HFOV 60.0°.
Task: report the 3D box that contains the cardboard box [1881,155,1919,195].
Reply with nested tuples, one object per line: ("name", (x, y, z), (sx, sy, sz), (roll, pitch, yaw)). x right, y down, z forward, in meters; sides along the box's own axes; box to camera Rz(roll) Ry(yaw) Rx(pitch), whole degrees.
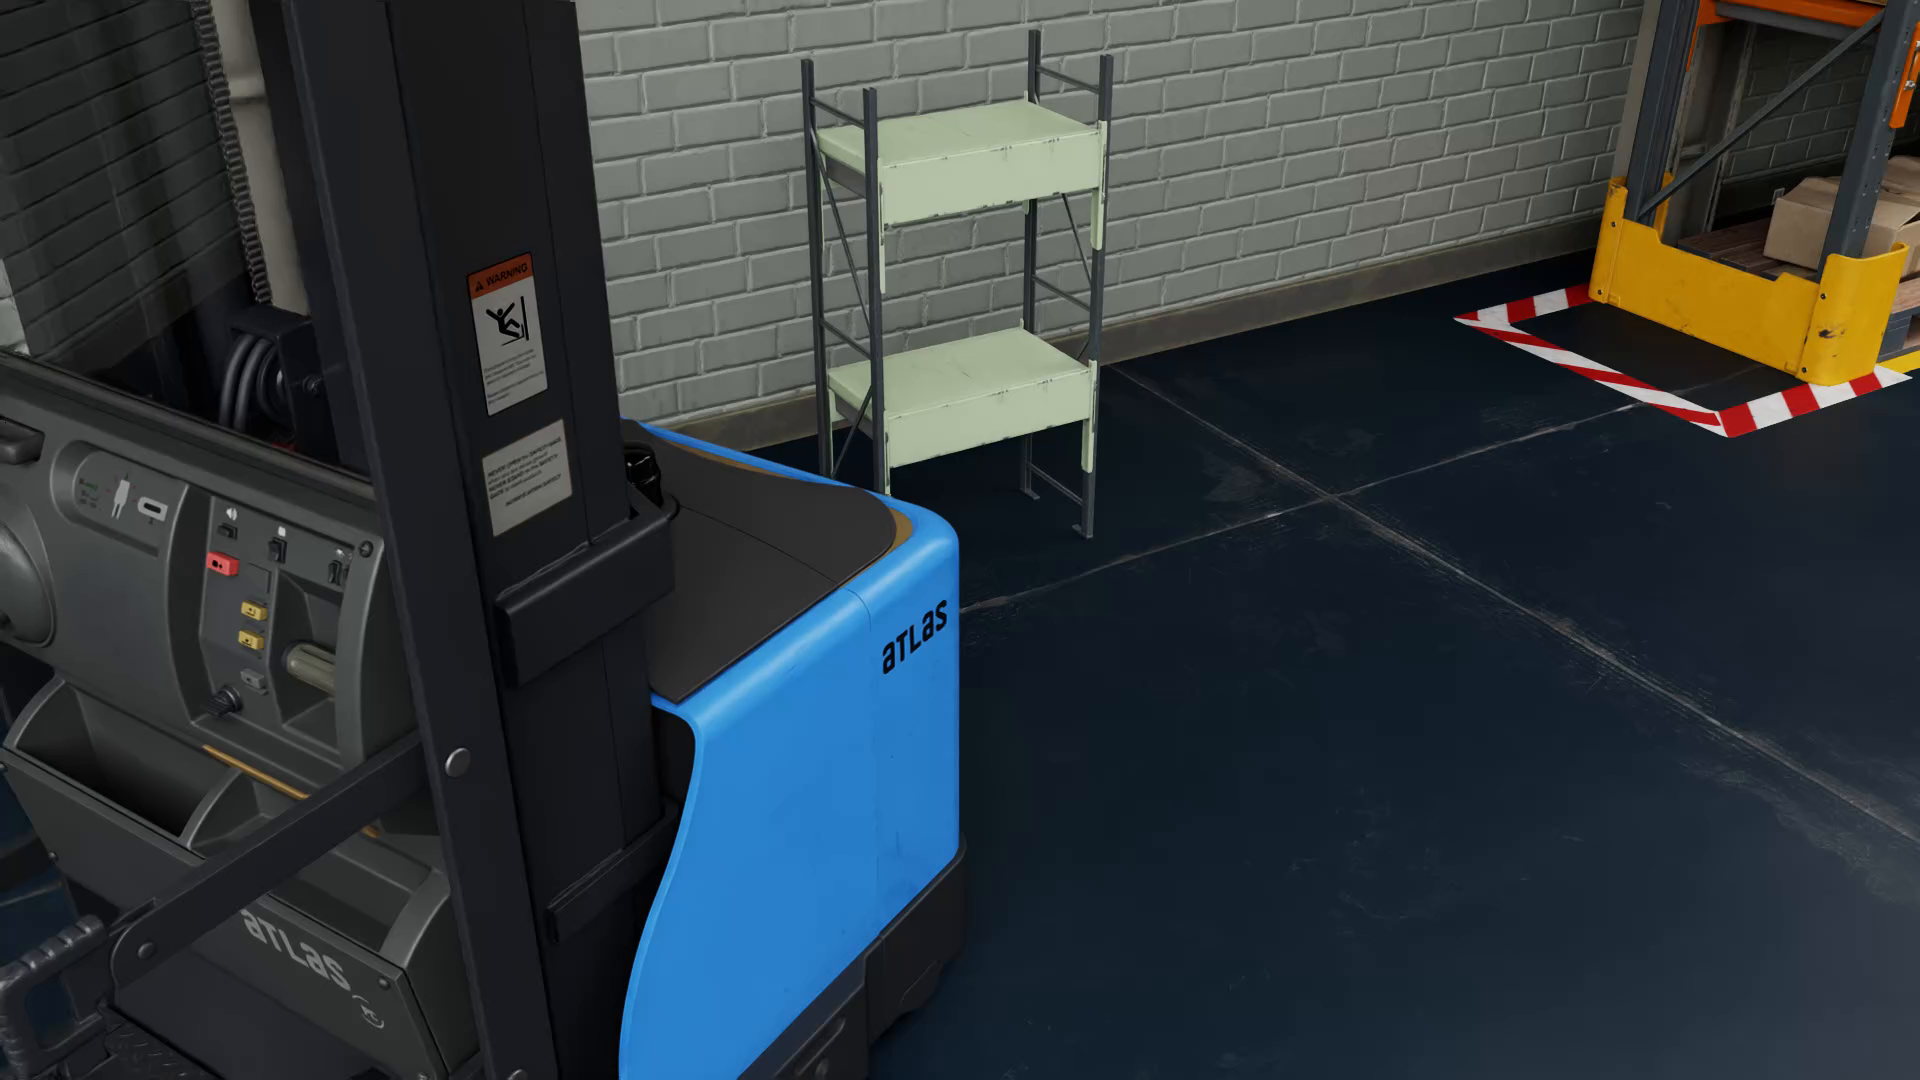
("cardboard box", (4.189, -1.439, 7.080), (0.500, 0.311, 0.500), (-13, 31, -22))

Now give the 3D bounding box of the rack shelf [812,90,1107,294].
("rack shelf", (-0.006, -0.997, 4.696), (0.720, 0.370, 0.431), (-16, 33, -26))

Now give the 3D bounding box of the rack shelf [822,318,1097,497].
("rack shelf", (-0.006, -0.370, 5.042), (0.720, 0.370, 0.431), (-16, 33, -26))

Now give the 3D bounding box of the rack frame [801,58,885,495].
("rack frame", (-0.321, -0.565, 4.722), (0.023, 1.500, 0.400), (-16, 33, -26))

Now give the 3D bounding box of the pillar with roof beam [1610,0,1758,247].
("pillar with roof beam", (5.401, -3.517, 2.309), (0.400, 9.000, 9.100), (-16, 33, -26))

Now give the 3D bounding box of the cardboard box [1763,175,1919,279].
("cardboard box", (3.697, -1.299, 6.827), (0.500, 0.311, 0.500), (-20, 35, -32))

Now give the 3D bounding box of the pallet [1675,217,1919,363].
("pallet", (3.839, -1.134, 7.086), (1.213, 0.211, 1.003), (-16, 33, -26))

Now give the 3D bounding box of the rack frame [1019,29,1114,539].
("rack frame", (0.310, -0.745, 5.047), (0.023, 1.500, 0.400), (-16, 33, -26))

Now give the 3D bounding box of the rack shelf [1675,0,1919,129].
("rack shelf", (4.780, -2.327, 7.106), (4.000, 0.370, 1.077), (-16, 33, -26))

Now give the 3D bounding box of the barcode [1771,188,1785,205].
("barcode", (3.510, -1.474, 7.135), (0.075, 0.075, 0.001), (-16, 33, -26))

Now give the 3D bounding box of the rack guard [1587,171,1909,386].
("rack guard", (3.121, -1.076, 6.683), (0.348, 0.500, 1.175), (-16, 33, -26))

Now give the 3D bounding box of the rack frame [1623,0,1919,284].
("rack frame", (3.055, -2.152, 6.045), (0.127, 3.000, 1.000), (-16, 33, -26))

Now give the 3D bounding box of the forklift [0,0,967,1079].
("forklift", (-1.202, 0.086, 2.061), (1.130, 2.935, 3.031), (17, 33, 28))

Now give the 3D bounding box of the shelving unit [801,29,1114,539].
("shelving unit", (-0.006, -0.655, 4.885), (0.755, 1.500, 0.431), (-16, 33, -26))
